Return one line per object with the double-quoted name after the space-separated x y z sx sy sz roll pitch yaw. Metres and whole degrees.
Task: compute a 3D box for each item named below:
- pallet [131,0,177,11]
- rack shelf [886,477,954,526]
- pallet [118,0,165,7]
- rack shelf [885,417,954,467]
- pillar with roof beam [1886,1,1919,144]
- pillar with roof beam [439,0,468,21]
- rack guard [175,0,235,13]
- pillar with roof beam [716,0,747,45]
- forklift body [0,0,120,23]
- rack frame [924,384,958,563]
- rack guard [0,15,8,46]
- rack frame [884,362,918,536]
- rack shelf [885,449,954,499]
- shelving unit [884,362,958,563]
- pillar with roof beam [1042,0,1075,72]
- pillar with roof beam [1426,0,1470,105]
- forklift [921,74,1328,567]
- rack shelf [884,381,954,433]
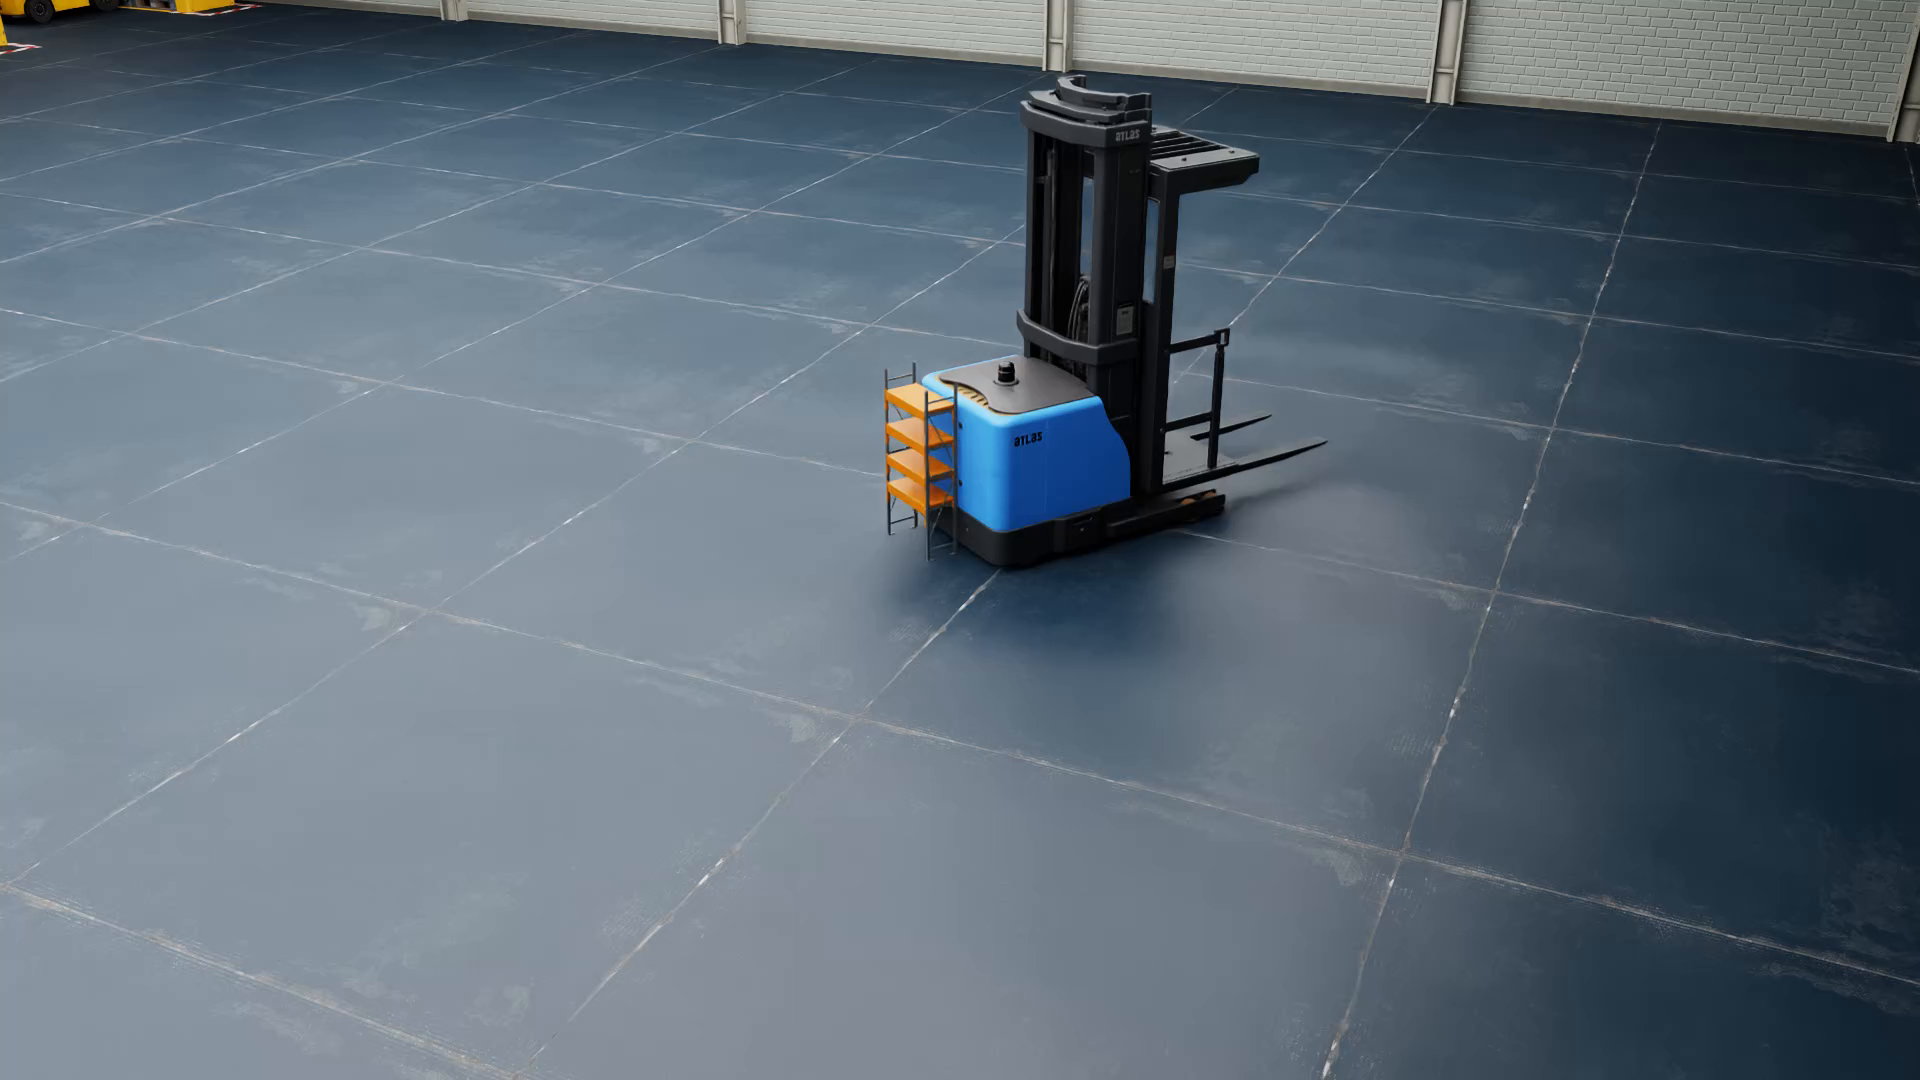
-15.289 -10.495 32.327 1.213 0.211 1.003 11 28 22 "pallet"
-0.256 -0.272 11.047 0.258 0.148 0.480 -17 31 -30 "rack shelf"
-16.396 -10.718 32.781 1.213 0.211 1.003 11 28 22 "pallet"
-0.256 -0.651 10.860 0.258 0.148 0.480 -17 31 -30 "rack shelf"
10.691 -7.588 16.474 0.400 9.000 9.100 11 28 22 "pillar with roof beam"
-11.156 -11.976 25.386 0.400 9.000 9.100 11 28 22 "pillar with roof beam"
-14.554 -10.497 32.004 0.348 0.500 1.175 11 28 22 "rack guard"
-5.695 -10.879 23.158 0.400 9.000 9.100 11 28 22 "pillar with roof beam"
-17.057 -10.855 30.863 1.214 2.155 2.313 11 28 22 "forklift body"
-0.120 -0.421 10.748 0.240 1.200 0.015 -17 31 -30 "rack frame"
-16.696 -8.519 27.986 0.348 0.500 1.175 11 28 22 "rack guard"
-0.392 -0.600 11.111 0.240 1.200 0.015 -17 31 -30 "rack frame"
-0.256 -0.451 10.959 0.258 0.148 0.480 -17 31 -30 "rack shelf"
-0.256 -0.511 10.929 0.258 1.200 0.503 -17 31 -30 "shelving unit"
-0.233 -9.782 20.930 0.400 9.000 9.100 11 28 22 "pillar with roof beam"
5.229 -8.685 18.702 0.400 9.000 9.100 11 28 22 "pillar with roof beam"
1.249 -1.617 11.216 3.031 2.935 1.130 -15 30 -28 "forklift"
-0.256 -0.863 10.756 0.258 0.148 0.480 -17 31 -30 "rack shelf"
